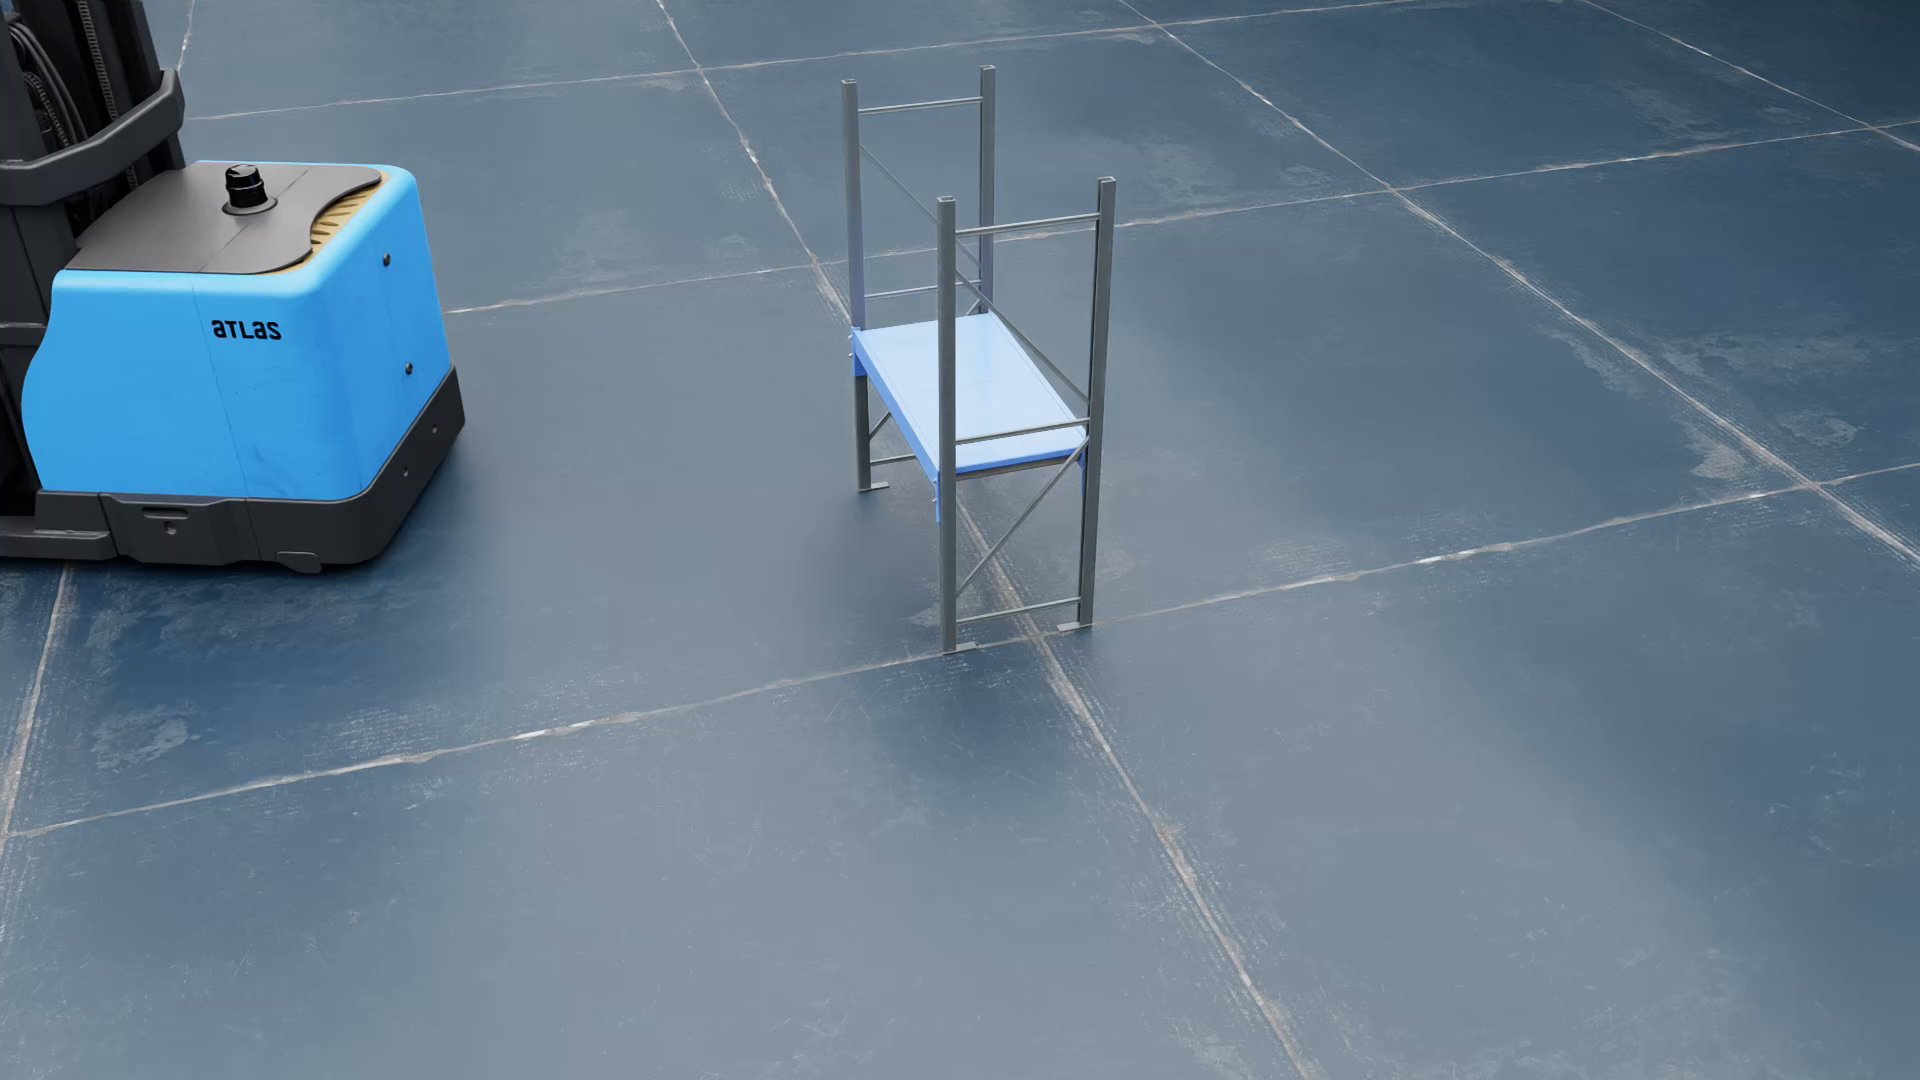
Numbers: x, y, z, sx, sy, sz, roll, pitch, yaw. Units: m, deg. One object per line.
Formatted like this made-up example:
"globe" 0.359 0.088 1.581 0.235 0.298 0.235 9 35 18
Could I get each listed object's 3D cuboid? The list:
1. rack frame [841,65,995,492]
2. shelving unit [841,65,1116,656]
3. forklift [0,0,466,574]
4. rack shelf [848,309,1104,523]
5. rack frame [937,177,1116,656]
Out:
"rack frame" -0.129 -0.848 5.673 0.500 1.500 0.032 -10 35 -15
"shelving unit" 0.026 -0.581 5.269 0.538 1.500 1.048 -10 35 -15
"forklift" -3.411 -1.423 5.246 3.031 2.935 1.130 2 34 3
"rack shelf" 0.026 -0.431 5.368 0.538 0.185 1.000 -10 35 -15
"rack frame" 0.181 -0.314 4.865 0.500 1.500 0.032 -10 35 -15
